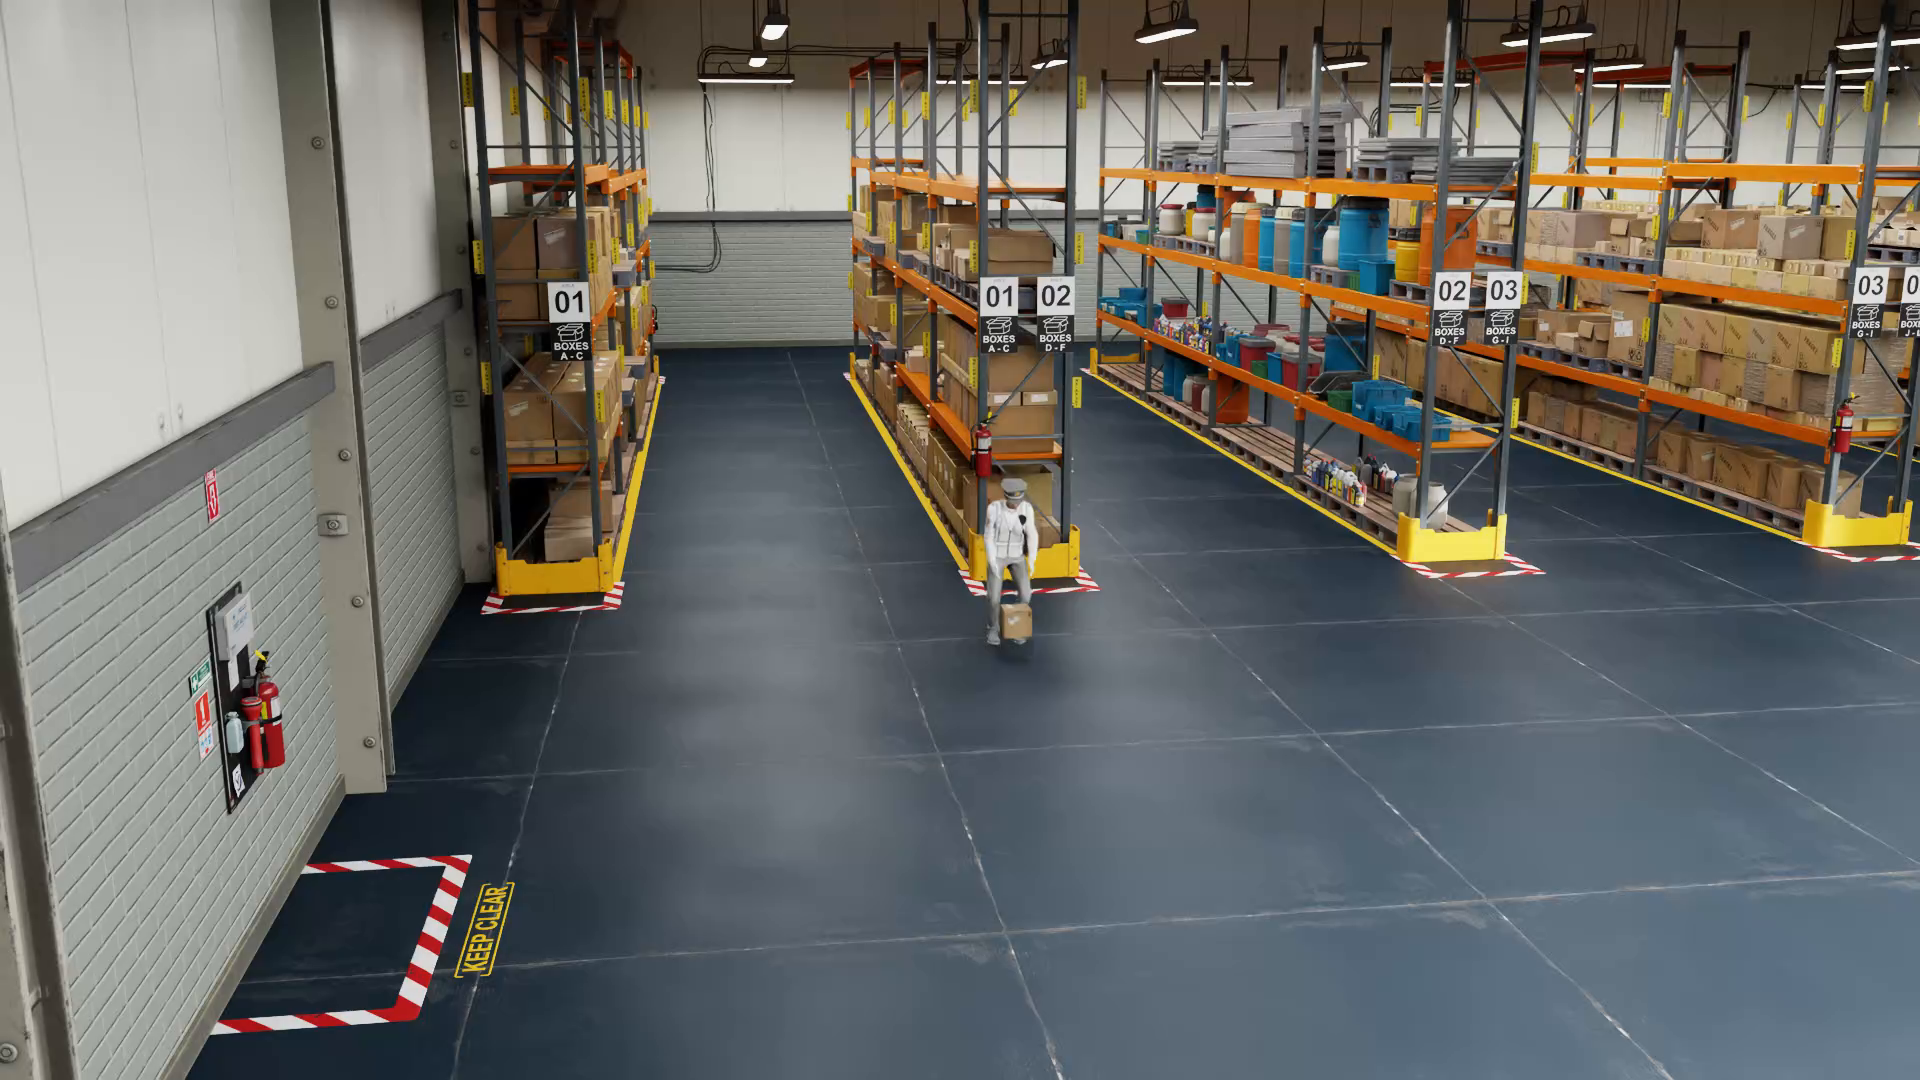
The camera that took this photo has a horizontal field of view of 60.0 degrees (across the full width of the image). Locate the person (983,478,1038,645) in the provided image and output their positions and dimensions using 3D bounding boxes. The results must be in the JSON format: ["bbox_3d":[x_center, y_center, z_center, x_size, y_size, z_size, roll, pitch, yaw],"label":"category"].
[{"bbox_3d":[0.470,0.190,15.401,0.516,1.576,0.526,-2,13,-7],"label":"person"}]
